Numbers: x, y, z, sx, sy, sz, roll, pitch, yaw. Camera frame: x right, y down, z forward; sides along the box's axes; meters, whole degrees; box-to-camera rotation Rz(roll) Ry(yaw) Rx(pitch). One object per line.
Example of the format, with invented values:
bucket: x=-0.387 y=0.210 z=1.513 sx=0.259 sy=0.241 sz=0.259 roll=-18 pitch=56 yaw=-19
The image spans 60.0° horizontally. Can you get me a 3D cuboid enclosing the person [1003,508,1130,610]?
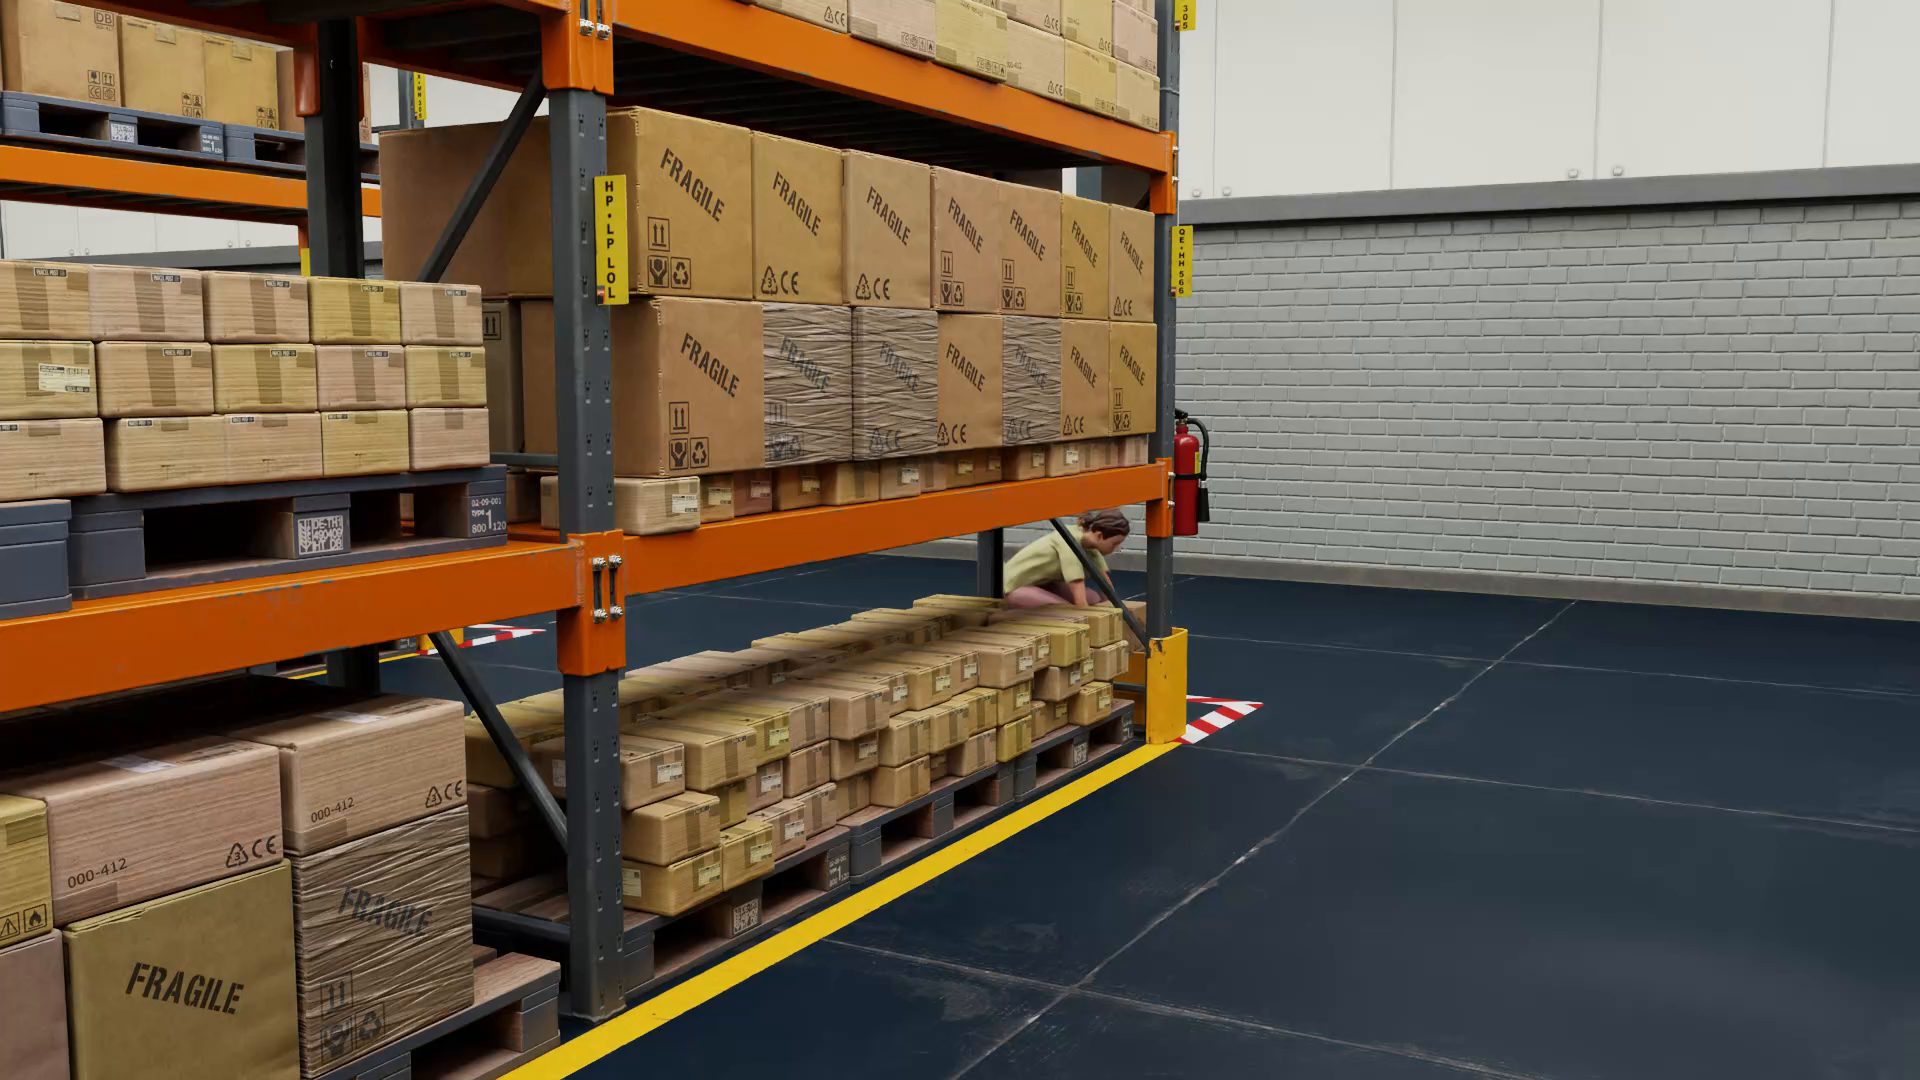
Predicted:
person: x=0.589 y=0.297 z=9.363 sx=0.783 sy=0.976 sz=0.494 roll=3 pitch=7 yaw=29
